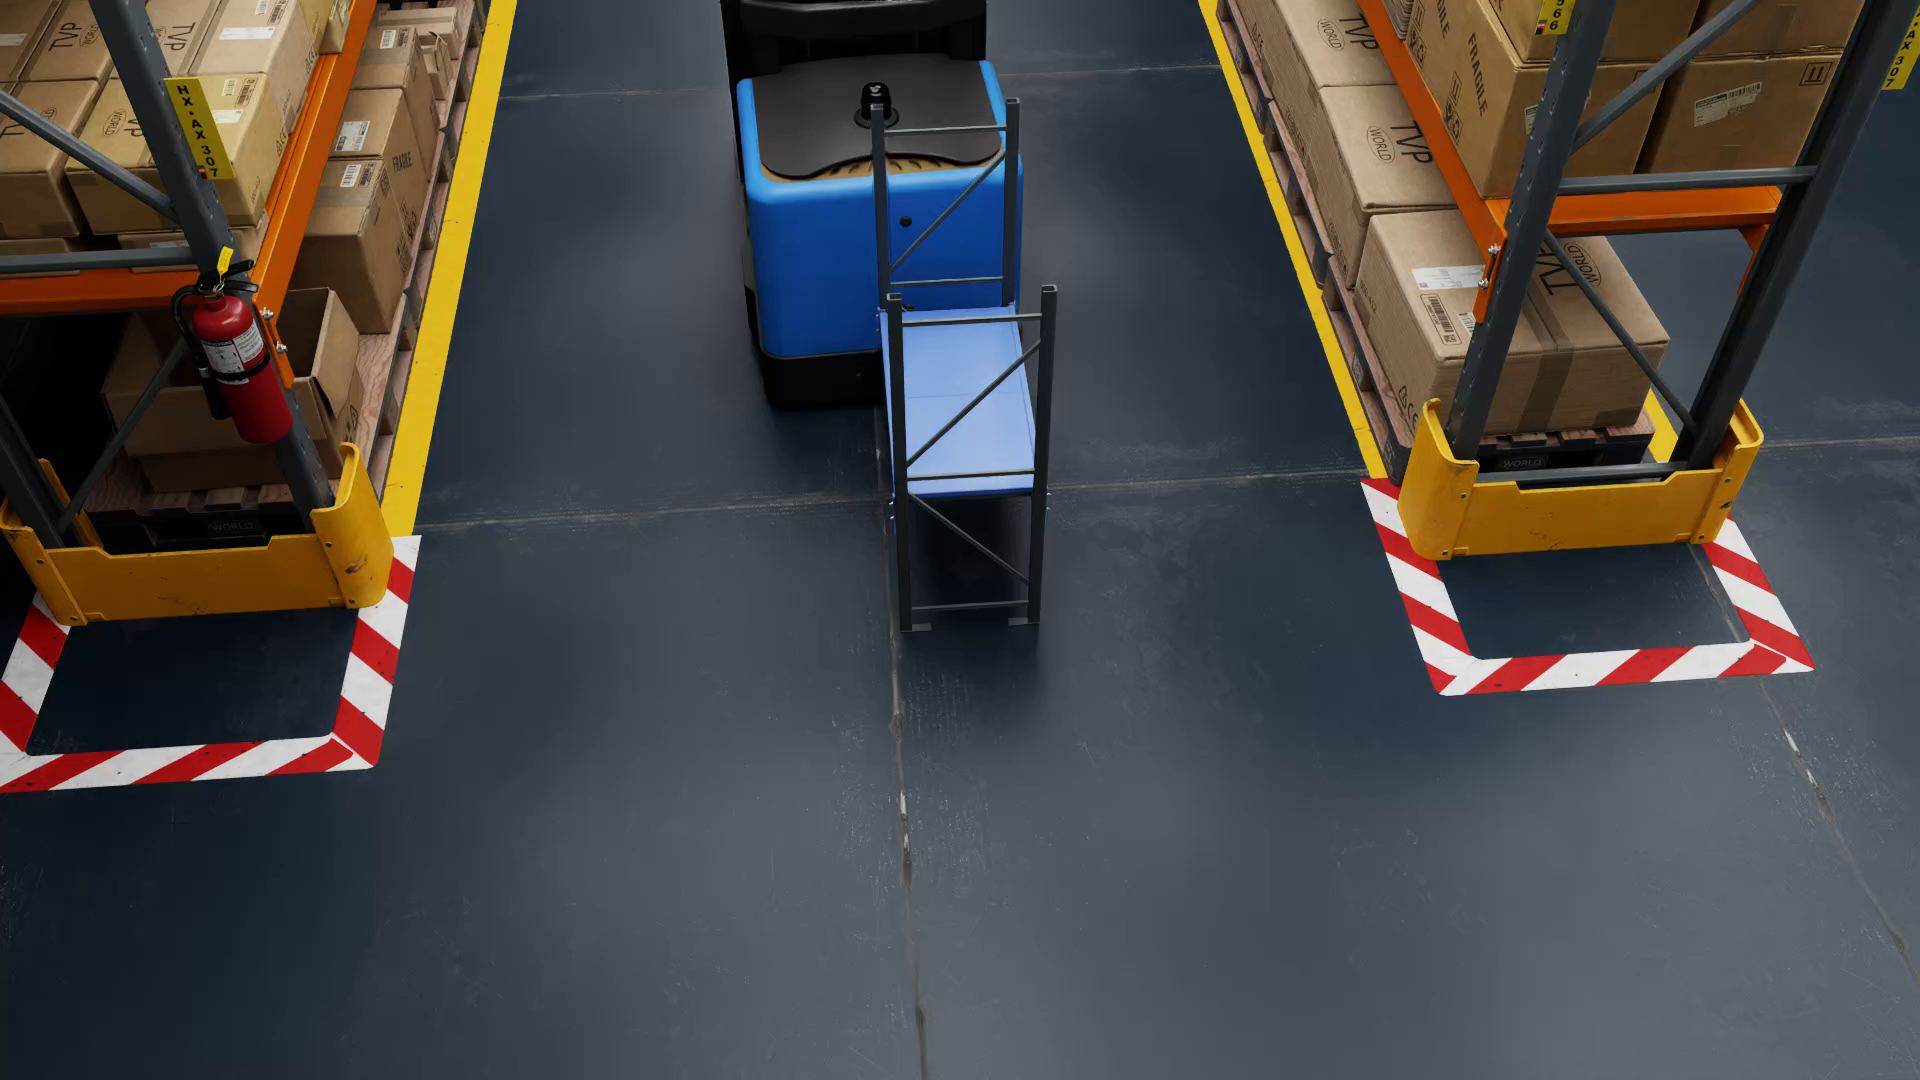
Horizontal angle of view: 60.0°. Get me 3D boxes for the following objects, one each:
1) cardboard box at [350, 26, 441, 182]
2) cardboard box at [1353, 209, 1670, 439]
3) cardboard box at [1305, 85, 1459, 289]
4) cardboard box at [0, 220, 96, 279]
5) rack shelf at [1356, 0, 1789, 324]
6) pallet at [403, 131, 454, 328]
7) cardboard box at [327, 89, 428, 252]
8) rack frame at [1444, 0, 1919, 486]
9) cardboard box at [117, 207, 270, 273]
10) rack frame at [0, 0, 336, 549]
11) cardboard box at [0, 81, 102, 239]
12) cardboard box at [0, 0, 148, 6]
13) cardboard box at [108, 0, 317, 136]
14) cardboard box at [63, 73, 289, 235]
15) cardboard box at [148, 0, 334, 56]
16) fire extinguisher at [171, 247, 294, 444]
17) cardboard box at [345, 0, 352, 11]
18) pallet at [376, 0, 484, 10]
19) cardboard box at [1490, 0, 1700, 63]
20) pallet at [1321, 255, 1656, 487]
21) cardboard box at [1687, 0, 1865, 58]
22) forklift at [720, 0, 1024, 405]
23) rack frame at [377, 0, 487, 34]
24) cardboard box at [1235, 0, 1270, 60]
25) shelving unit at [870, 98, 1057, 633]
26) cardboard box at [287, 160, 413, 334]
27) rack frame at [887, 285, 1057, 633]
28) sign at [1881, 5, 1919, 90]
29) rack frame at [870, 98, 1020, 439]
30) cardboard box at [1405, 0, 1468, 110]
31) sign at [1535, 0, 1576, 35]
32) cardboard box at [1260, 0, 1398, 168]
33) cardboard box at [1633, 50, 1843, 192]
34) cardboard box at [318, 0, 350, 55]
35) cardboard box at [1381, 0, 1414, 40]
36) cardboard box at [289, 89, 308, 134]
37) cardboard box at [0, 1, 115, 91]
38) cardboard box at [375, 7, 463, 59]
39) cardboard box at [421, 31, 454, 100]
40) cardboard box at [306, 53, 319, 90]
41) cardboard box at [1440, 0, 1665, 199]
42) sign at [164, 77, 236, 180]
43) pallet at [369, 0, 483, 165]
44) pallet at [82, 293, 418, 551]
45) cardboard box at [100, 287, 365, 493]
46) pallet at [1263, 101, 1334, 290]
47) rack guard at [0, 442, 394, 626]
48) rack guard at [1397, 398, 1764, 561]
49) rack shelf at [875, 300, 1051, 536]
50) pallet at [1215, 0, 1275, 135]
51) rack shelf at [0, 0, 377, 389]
[{"bbox_3d":[-2.759,-1.929,7.443,0.700,0.500,0.500,-5,47,-5],"label":"cardboard box"},{"bbox_3d":[2.109,-0.863,6.477,0.875,0.438,0.875,-5,47,-5],"label":"cardboard box"},{"bbox_3d":[2.024,-1.525,7.104,0.875,0.438,0.875,-2,47,-2],"label":"cardboard box"},{"bbox_3d":[-2.977,-0.961,5.267,0.380,0.149,0.250,-4,47,-4],"label":"cardboard box"},{"bbox_3d":[2.096,-2.328,6.884,1.077,0.370,4.000,-3,47,-3],"label":"rack shelf"},{"bbox_3d":[-2.855,-1.377,7.409,1.003,0.211,1.213,-3,47,-3],"label":"pallet"},{"bbox_3d":[-2.616,-1.566,7.100,0.500,0.500,0.500,-3,47,-3],"label":"cardboard box"},{"bbox_3d":[2.264,-1.128,5.253,1.000,3.000,0.127,-3,47,-3],"label":"rack frame"},{"bbox_3d":[-2.436,-0.992,5.297,0.380,0.149,0.250,-4,47,-4],"label":"cardboard box"},{"bbox_3d":[-2.682,-0.824,4.964,1.000,3.000,0.127,-3,47,-3],"label":"rack frame"},{"bbox_3d":[-2.985,-1.191,5.211,0.500,0.250,0.500,-2,47,-2],"label":"cardboard box"},{"bbox_3d":[-3.064,-1.923,5.904,0.500,0.250,0.500,-2,47,-2],"label":"cardboard box"},{"bbox_3d":[-2.494,-1.584,5.583,0.500,0.250,0.500,-3,47,-3],"label":"cardboard box"},{"bbox_3d":[-2.452,-1.219,5.237,0.500,0.250,0.500,-3,47,-3],"label":"cardboard box"},{"bbox_3d":[-2.540,-1.951,5.930,0.500,0.250,0.500,-4,47,-4],"label":"cardboard box"},{"bbox_3d":[-2.209,-0.591,5.054,0.296,0.674,0.183,-3,47,-3],"label":"fire extinguisher"},{"bbox_3d":[-2.537,-2.116,6.361,0.380,0.149,0.250,-3,47,-2],"label":"cardboard box"},{"bbox_3d":[-3.123,-3.345,9.273,1.003,0.211,1.213,-3,47,-3],"label":"pallet"},{"bbox_3d":[1.986,-1.841,5.170,0.500,0.500,0.500,-2,47,-2],"label":"cardboard box"},{"bbox_3d":[2.119,-0.743,6.808,1.003,0.211,1.213,-3,47,-3],"label":"pallet"},{"bbox_3d":[2.507,-1.871,5.199,0.500,0.500,0.500,-4,47,-4],"label":"cardboard box"},{"bbox_3d":[-0.470,-2.631,6.723,1.130,2.935,3.031,-6,47,-6],"label":"forklift"},{"bbox_3d":[-3.017,-3.718,7.705,1.000,3.000,0.127,-3,47,-3],"label":"rack frame"},{"bbox_3d":[1.875,-2.825,8.335,0.875,0.438,0.875,-4,47,-4],"label":"cardboard box"},{"bbox_3d":[-0.007,-0.577,5.764,0.538,1.500,1.048,-3,47,-3],"label":"shelving unit"},{"bbox_3d":[-2.672,-1.178,6.732,0.700,0.500,0.500,-2,47,-2],"label":"cardboard box"},{"bbox_3d":[0.035,-0.210,5.416,0.500,1.500,0.032,-3,47,-3],"label":"rack frame"},{"bbox_3d":[2.817,-1.483,4.937,0.100,0.325,0.005,-3,47,-3],"label":"sign"},{"bbox_3d":[-0.050,-0.945,6.112,0.500,1.500,0.032,-3,47,-3],"label":"rack frame"},{"bbox_3d":[1.933,-1.860,5.876,0.500,0.500,0.500,-4,47,-4],"label":"cardboard box"},{"bbox_3d":[1.722,-1.585,4.725,0.100,0.325,0.005,-3,47,-3],"label":"sign"},{"bbox_3d":[1.950,-2.177,7.721,0.875,0.438,0.875,-5,47,-4],"label":"cardboard box"},{"bbox_3d":[2.510,-1.527,5.562,0.500,0.500,0.500,-4,47,-4],"label":"cardboard box"},{"bbox_3d":[-2.495,-1.927,6.182,0.380,0.149,0.250,-5,47,-4],"label":"cardboard box"},{"bbox_3d":[1.880,-2.231,6.228,0.500,0.500,0.500,-2,47,-2],"label":"cardboard box"},{"bbox_3d":[-2.520,-1.548,5.823,0.380,0.149,0.250,-2,47,-2],"label":"cardboard box"},{"bbox_3d":[-3.027,-1.564,5.564,0.500,0.250,0.500,-3,47,-3],"label":"cardboard box"},{"bbox_3d":[-2.678,-2.497,8.223,0.380,0.149,0.250,-5,47,-4],"label":"cardboard box"},{"bbox_3d":[-2.648,-2.279,7.936,0.396,0.266,0.258,-2,47,-2],"label":"cardboard box"},{"bbox_3d":[-2.548,-1.740,6.005,0.380,0.149,0.250,-3,47,-3],"label":"cardboard box"},{"bbox_3d":[1.960,-1.496,5.532,0.500,0.500,0.500,-3,47,-3],"label":"cardboard box"},{"bbox_3d":[-2.141,-1.155,4.681,0.100,0.325,0.005,-3,47,-3],"label":"sign"},{"bbox_3d":[-2.960,-2.262,8.247,1.003,0.211,1.213,-3,47,-3],"label":"pallet"},{"bbox_3d":[-2.756,-0.497,6.575,1.003,0.211,1.213,-3,47,-3],"label":"pallet"},{"bbox_3d":[-2.639,-0.558,6.143,0.797,0.503,0.637,-5,47,-5],"label":"cardboard box"},{"bbox_3d":[2.020,-1.624,7.643,1.003,0.211,1.213,-3,47,-3],"label":"pallet"},{"bbox_3d":[-2.688,-0.019,5.924,1.175,0.500,0.348,-3,47,-3],"label":"rack guard"},{"bbox_3d":[2.266,-0.251,6.144,1.175,0.500,0.348,-3,47,-3],"label":"rack guard"},{"bbox_3d":[-0.007,-0.454,5.895,0.538,0.185,1.000,-3,47,-3],"label":"rack shelf"},{"bbox_3d":[1.915,-2.509,8.480,1.003,0.211,1.213,-3,47,-3],"label":"pallet"},{"bbox_3d":[-2.850,-2.024,6.596,1.077,0.370,4.000,-3,47,-3],"label":"rack shelf"}]
